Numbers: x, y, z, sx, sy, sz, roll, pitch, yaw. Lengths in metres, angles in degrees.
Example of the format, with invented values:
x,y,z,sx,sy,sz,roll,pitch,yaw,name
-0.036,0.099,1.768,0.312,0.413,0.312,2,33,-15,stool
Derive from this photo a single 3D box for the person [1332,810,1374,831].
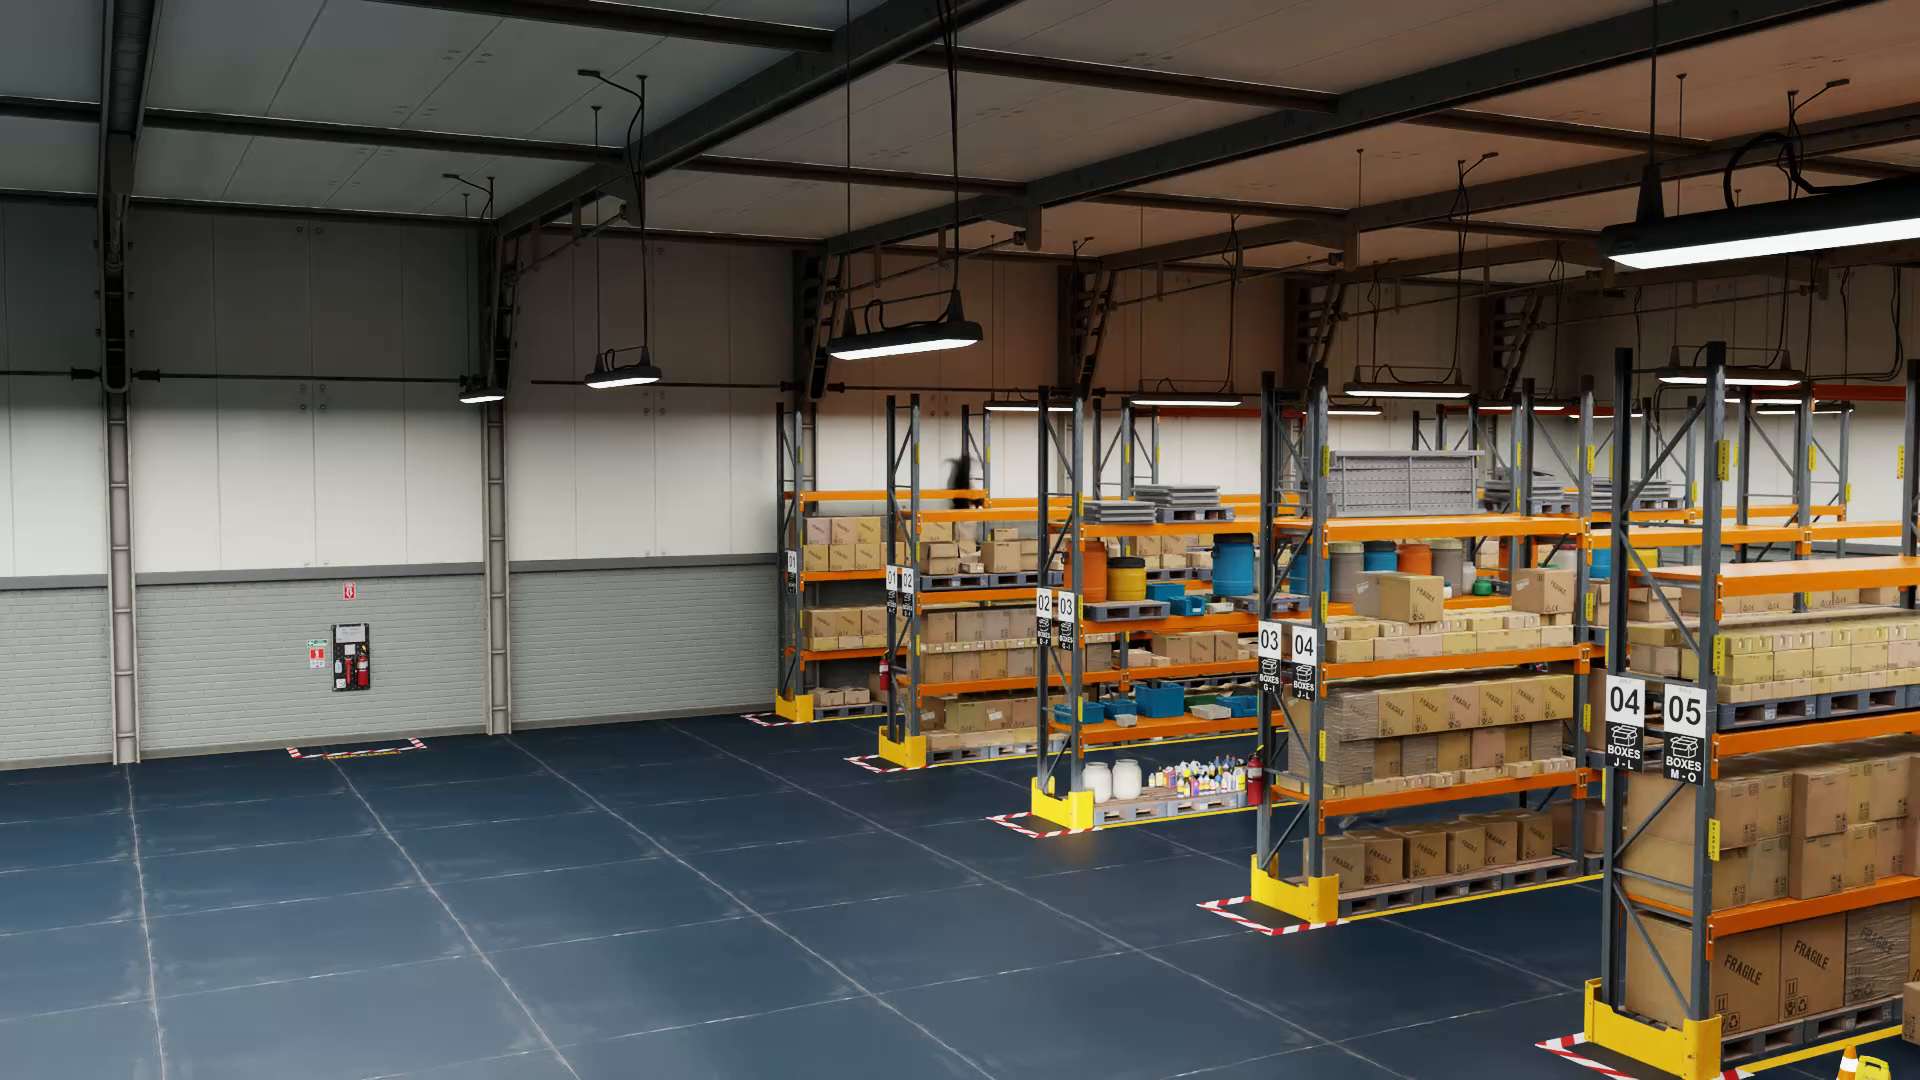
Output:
x,y,z,sx,sy,sz,roll,pitch,yaw,name
5.277,3.179,22.436,1.034,1.490,0.614,-2,4,-28,person
